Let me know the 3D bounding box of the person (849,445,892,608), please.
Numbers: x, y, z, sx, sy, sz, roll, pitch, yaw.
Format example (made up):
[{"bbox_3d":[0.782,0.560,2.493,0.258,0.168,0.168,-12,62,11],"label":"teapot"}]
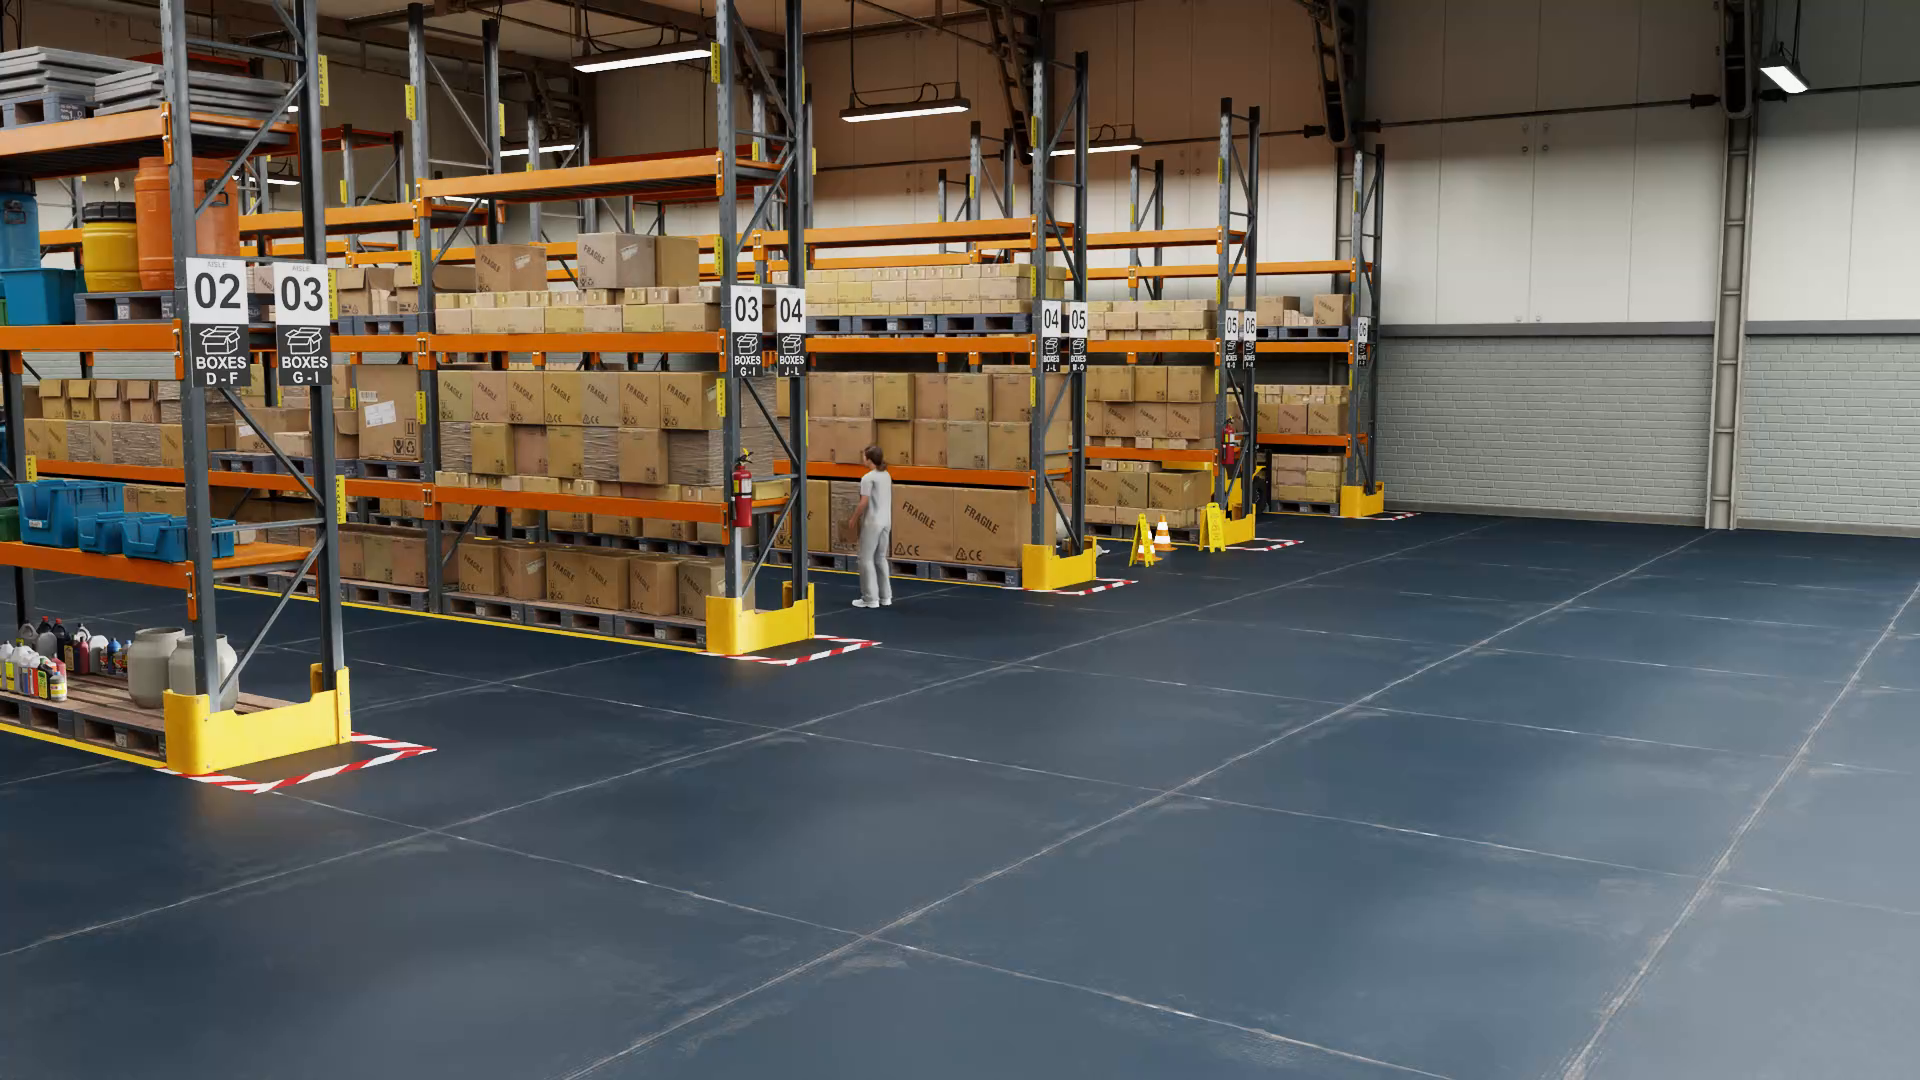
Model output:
[{"bbox_3d":[-0.915,-0.146,17.261,0.412,1.676,0.466,4,8,32],"label":"person"}]
